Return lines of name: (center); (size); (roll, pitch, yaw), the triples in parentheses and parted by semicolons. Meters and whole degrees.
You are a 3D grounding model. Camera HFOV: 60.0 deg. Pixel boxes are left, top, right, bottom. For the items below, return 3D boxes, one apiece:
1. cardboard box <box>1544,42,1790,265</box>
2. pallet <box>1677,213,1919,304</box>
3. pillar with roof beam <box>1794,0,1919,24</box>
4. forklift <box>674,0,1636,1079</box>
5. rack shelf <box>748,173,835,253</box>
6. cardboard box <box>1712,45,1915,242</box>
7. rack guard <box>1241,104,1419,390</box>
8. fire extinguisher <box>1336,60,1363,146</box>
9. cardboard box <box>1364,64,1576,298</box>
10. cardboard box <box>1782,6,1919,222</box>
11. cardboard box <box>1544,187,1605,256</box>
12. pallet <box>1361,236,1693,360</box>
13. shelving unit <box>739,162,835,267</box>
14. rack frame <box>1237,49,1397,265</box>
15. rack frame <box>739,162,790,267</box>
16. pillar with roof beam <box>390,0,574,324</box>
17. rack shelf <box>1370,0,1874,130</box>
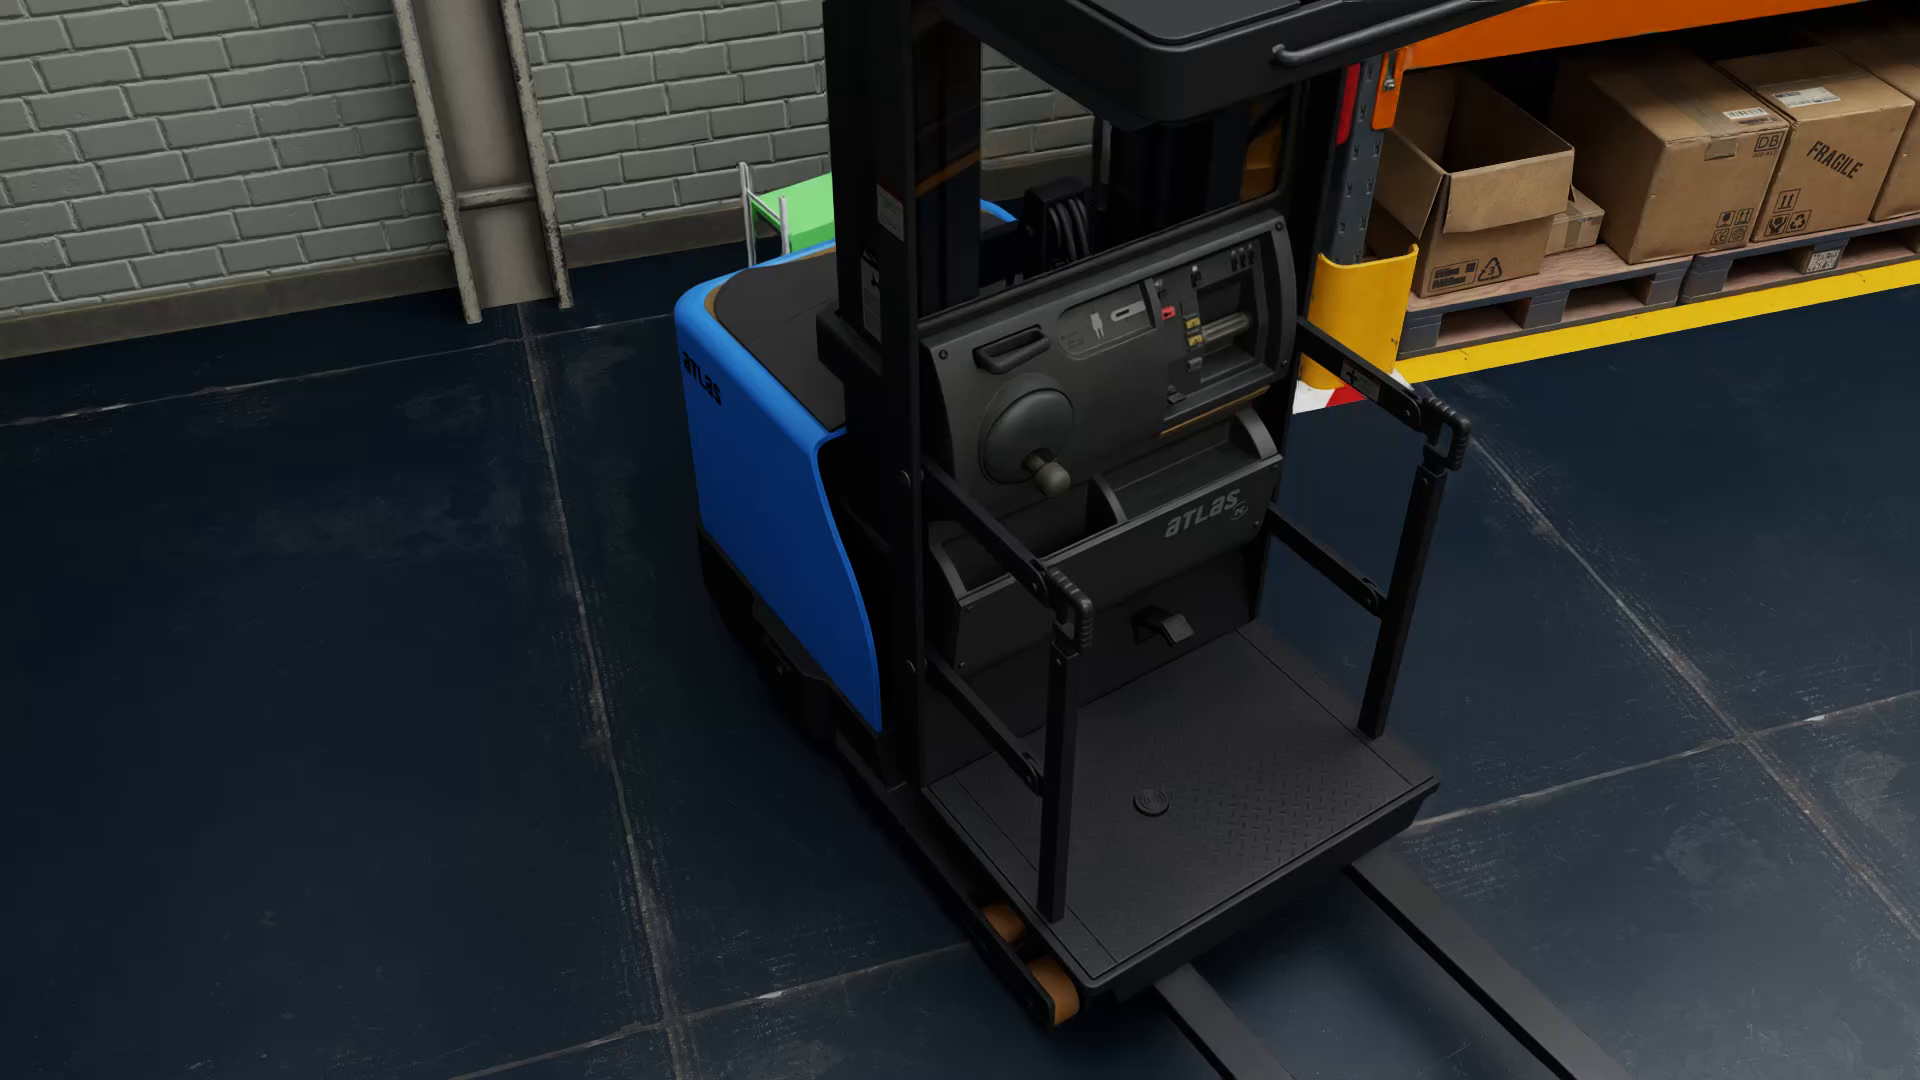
cardboard box: (2.593, -1.455, 6.217); (0.500, 0.500, 0.700); (-10, 42, -11)
pallet: (3.149, -1.394, 6.686); (1.213, 0.211, 1.003); (-12, 42, -13)
pillar with roof beam: (5.328, -2.809, 1.625); (0.400, 9.000, 9.100); (-12, 42, -13)
forklift: (0.466, -0.319, 3.387); (1.130, 2.935, 3.031); (-24, 46, -25)
rack shelf: (-0.340, -0.939, 4.780); (0.480, 0.148, 0.258); (-24, 47, -25)
cardboard box: (3.128, -1.497, 6.264); (0.500, 0.500, 0.500); (-11, 42, -12)
rack guard: (1.227, -1.106, 6.136); (0.348, 0.500, 1.175); (-12, 42, -13)
fire extinguisher: (1.153, -1.544, 5.080); (0.183, 0.674, 0.296); (-12, 42, -13)
cardboard box: (1.766, -1.312, 6.050); (0.637, 0.503, 0.797); (-13, 43, -15)
cardboard box: (3.584, -1.661, 6.452); (0.500, 0.500, 0.700); (-13, 43, -15)
cardboard box: (2.183, -1.238, 6.235); (0.250, 0.149, 0.380); (-13, 43, -15)
pallet: (1.987, -1.156, 6.413); (1.213, 0.211, 1.003); (-12, 42, -13)
shelving unit: (-0.340, -0.625, 5.054); (0.503, 1.200, 0.258); (-24, 47, -25)
rack frame: (1.155, -2.033, 5.297); (0.127, 3.000, 1.000); (-12, 42, -13)
rack frame: (-0.542, -0.535, 4.950); (0.015, 1.200, 0.240); (-24, 47, -25)
pillar with roof beam: (-0.395, -1.623, 0.268); (0.400, 9.000, 9.100); (-12, 42, -13)
rack shelf: (3.062, -2.157, 5.986); (4.000, 0.370, 1.077); (-12, 42, -13)
